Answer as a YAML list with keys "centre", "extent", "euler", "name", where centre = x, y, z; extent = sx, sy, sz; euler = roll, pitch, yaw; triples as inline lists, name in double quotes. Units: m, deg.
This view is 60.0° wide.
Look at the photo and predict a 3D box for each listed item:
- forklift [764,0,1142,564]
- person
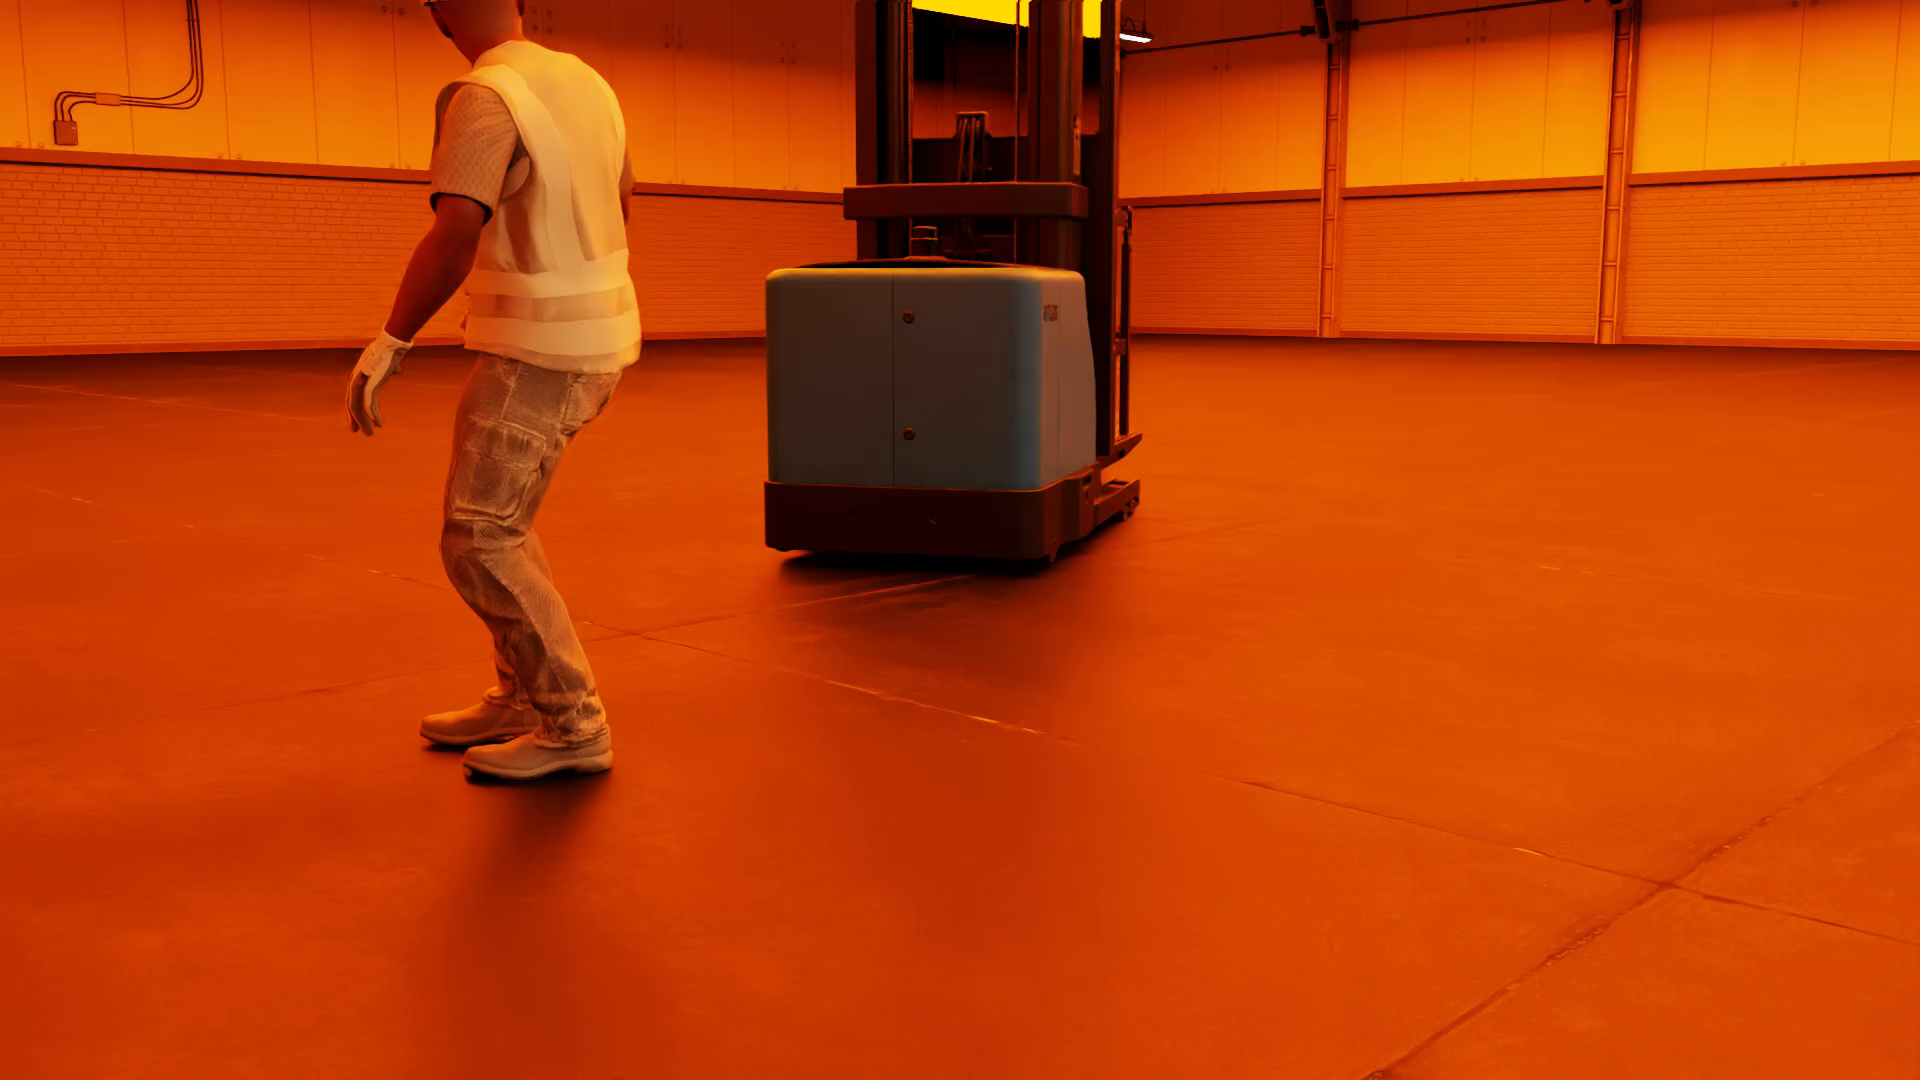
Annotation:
- centre: [0.183, -1.544, 7.127]
  extent: [1.130, 2.935, 3.031]
  euler: [2, 9, 16]
  name: "forklift"
- centre: [-0.953, -0.377, 3.449]
  extent: [0.524, 1.732, 0.776]
  euler: [1, 9, 3]
  name: "person"
